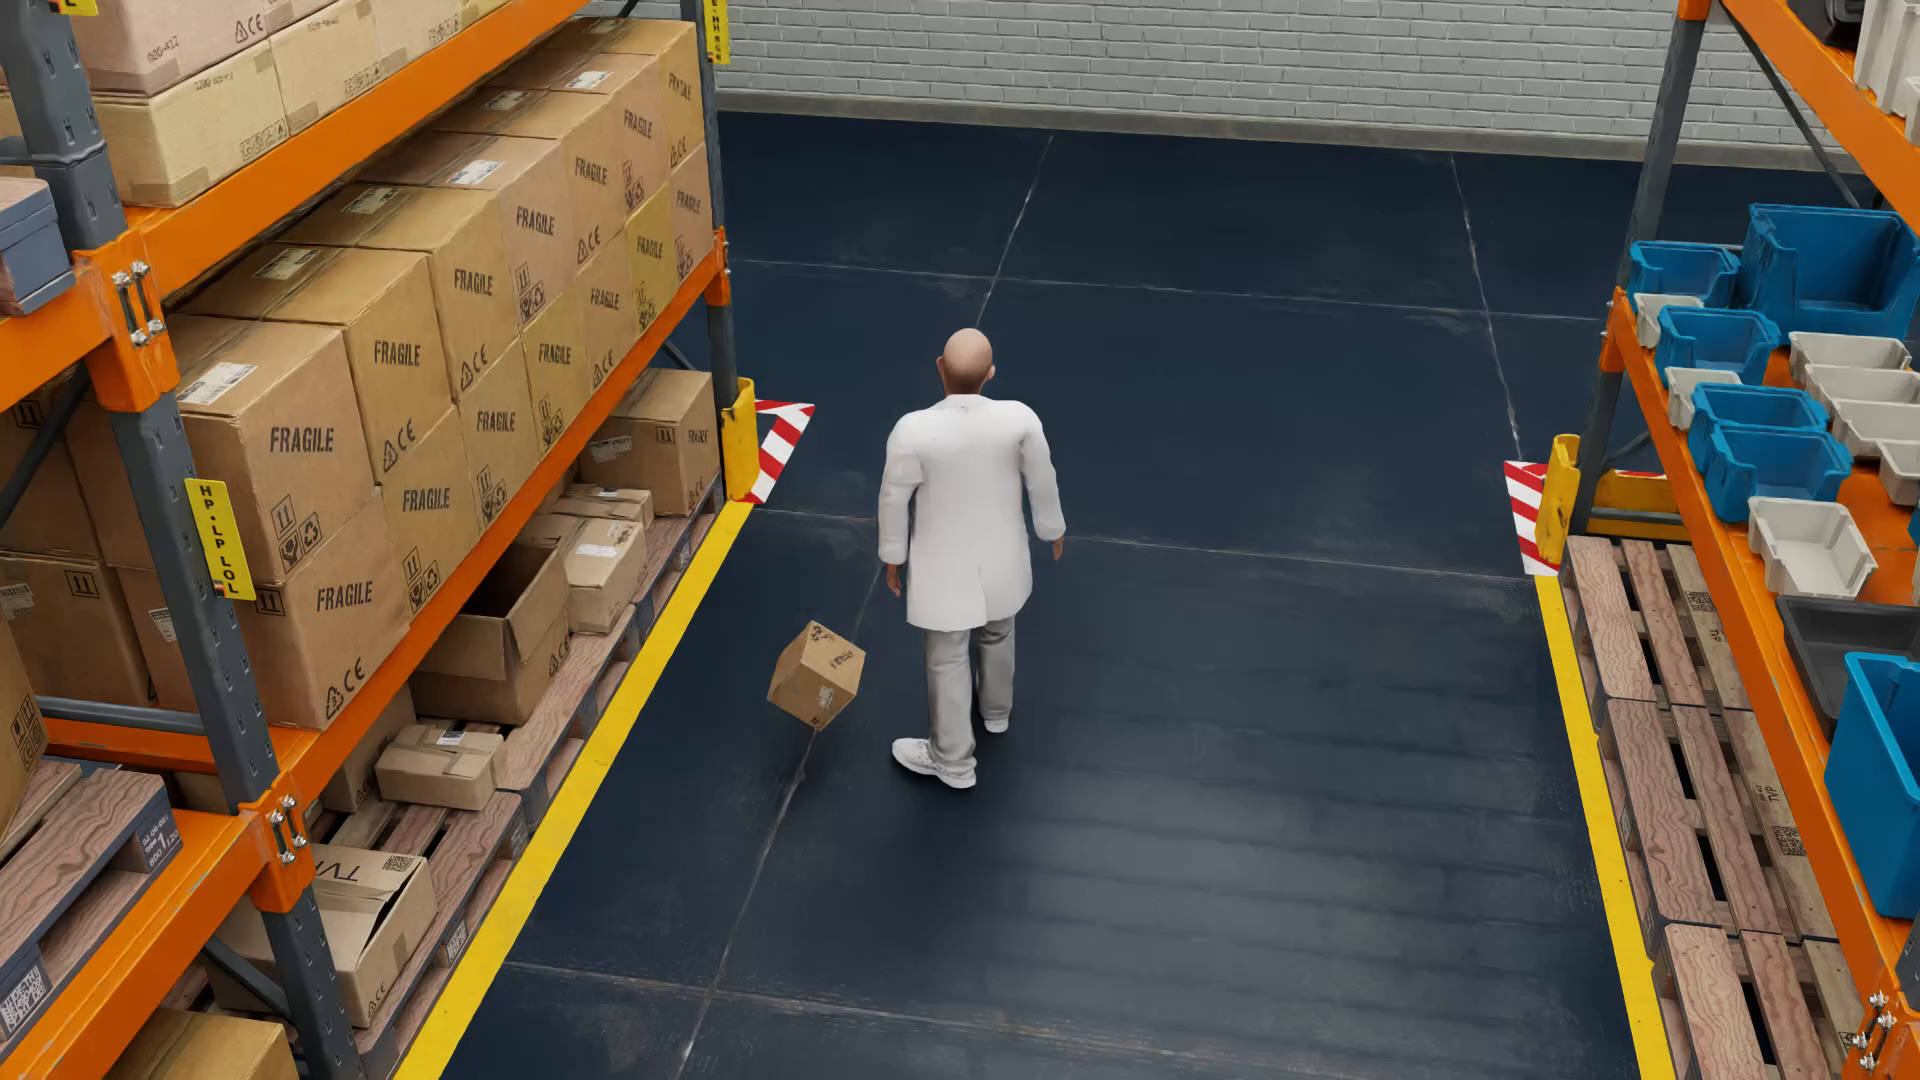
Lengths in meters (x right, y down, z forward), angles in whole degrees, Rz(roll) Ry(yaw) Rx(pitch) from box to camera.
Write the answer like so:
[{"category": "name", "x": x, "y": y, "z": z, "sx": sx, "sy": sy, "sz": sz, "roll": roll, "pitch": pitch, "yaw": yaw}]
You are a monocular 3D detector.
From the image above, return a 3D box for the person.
[{"category": "person", "x": 0.039, "y": 0.012, "z": 6.092, "sx": 0.711, "sy": 1.772, "sz": 0.667, "roll": -8, "pitch": 33, "yaw": -13}]
